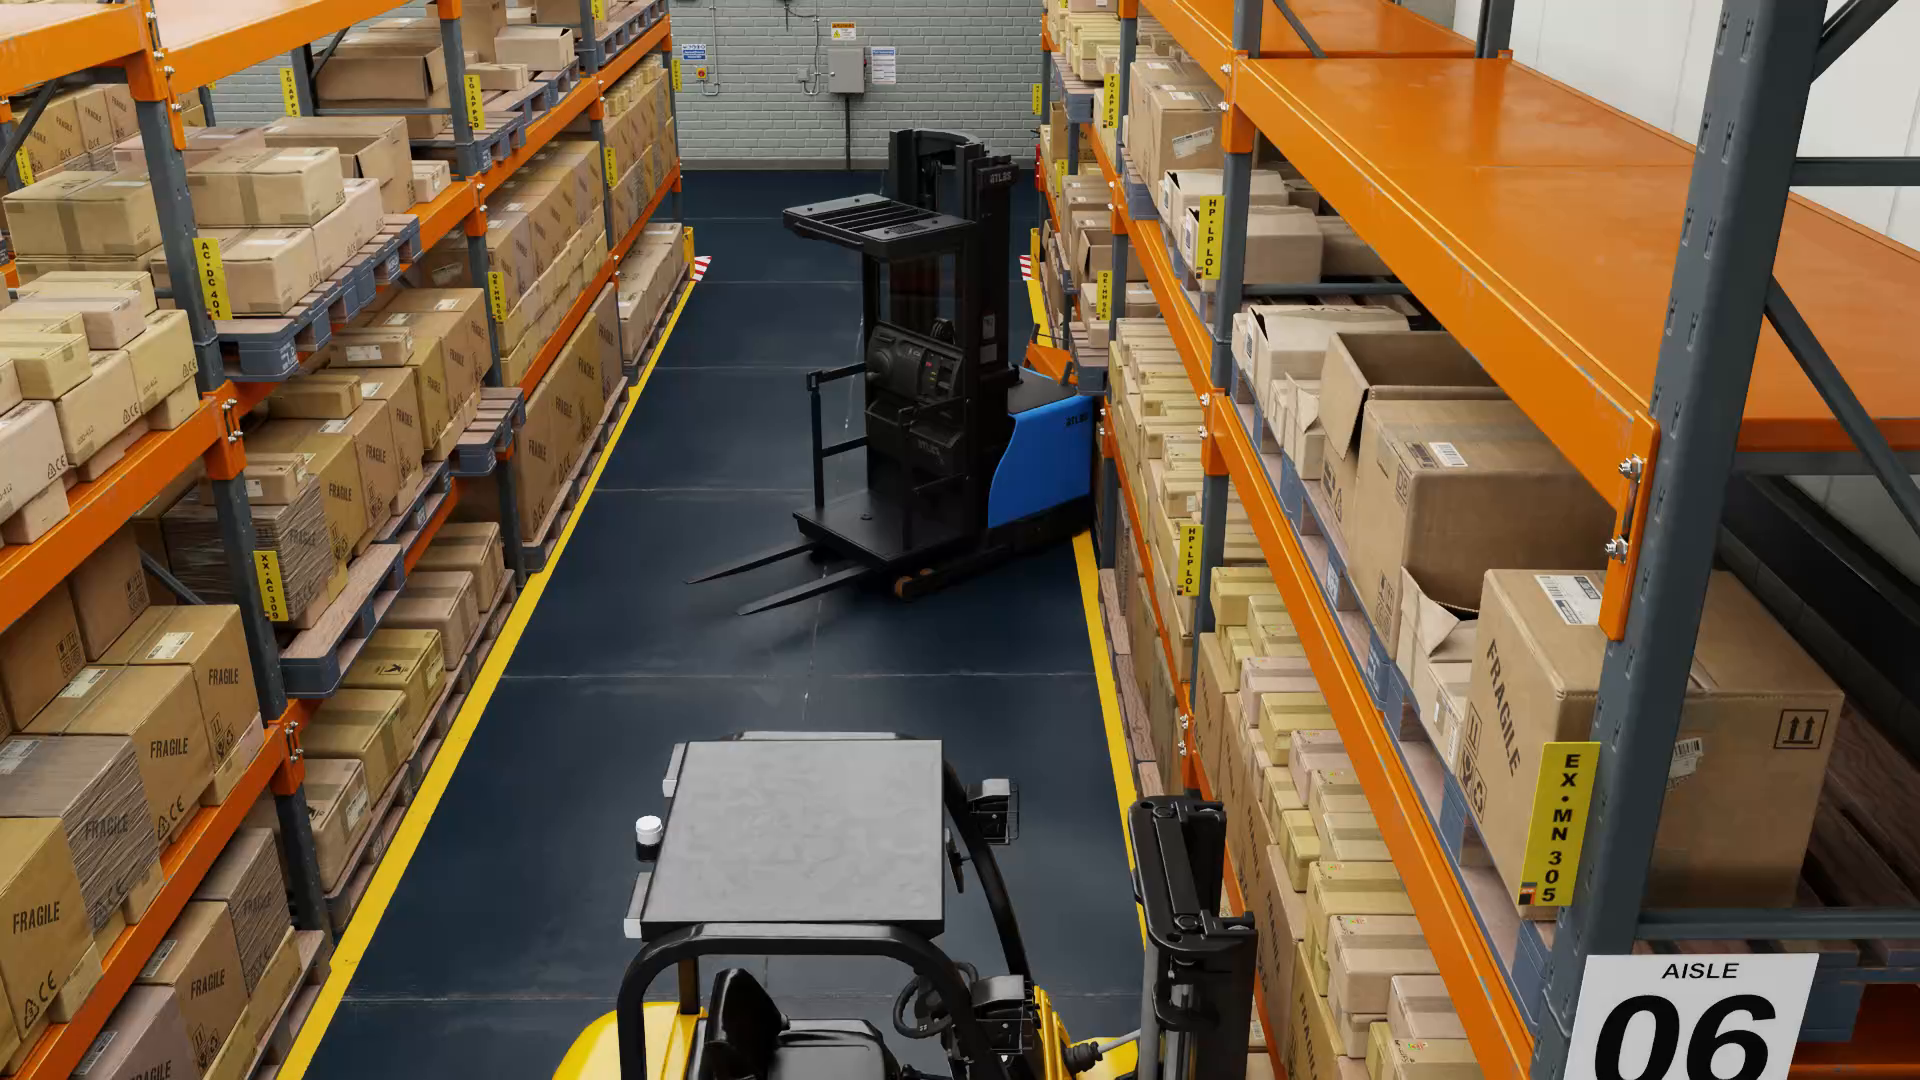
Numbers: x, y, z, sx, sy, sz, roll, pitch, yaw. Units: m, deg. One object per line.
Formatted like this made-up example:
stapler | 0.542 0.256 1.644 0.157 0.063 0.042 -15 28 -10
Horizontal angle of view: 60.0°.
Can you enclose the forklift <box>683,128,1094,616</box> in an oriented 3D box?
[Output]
forklift | -0.473 -1.167 11.157 3.031 2.935 1.130 -20 31 -37

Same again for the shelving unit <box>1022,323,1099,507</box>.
shelving unit | 0.767 -0.918 12.576 0.538 1.125 1.048 10 20 -15

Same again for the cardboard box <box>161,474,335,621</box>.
cardboard box | -3.170 0.029 7.438 0.500 0.500 0.500 0 24 1

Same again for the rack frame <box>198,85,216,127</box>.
rack frame | -8.531 -4.285 17.969 1.000 3.000 0.127 0 24 -1

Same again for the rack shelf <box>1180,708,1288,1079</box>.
rack shelf | 1.534 1.723 5.556 1.077 0.370 4.000 0 24 -1

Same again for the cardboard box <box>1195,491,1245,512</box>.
cardboard box | 1.315 -0.117 7.843 0.380 0.149 0.250 0 24 -1

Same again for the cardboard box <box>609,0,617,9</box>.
cardboard box | -3.616 -5.295 16.039 0.500 0.311 0.500 0 24 0

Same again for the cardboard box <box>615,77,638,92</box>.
cardboard box | -3.325 -4.365 16.023 0.380 0.149 0.250 1 24 1

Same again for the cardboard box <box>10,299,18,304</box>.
cardboard box | -8.804 -2.154 15.483 0.380 0.149 0.250 0 24 -1

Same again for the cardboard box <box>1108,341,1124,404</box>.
cardboard box | 1.204 -1.052 10.395 0.500 0.250 0.500 0 24 -1

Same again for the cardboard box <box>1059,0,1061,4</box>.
cardboard box | 1.167 -5.011 15.148 0.500 0.250 0.500 0 24 0

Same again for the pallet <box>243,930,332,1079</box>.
pallet | -3.409 2.143 7.140 1.003 0.211 1.213 0 24 -1

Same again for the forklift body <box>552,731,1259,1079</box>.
forklift body | -0.289 1.833 5.470 2.313 2.155 1.214 0 24 -1

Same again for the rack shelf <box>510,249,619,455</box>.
rack shelf | -3.517 -1.549 12.792 1.077 0.370 4.000 0 24 -1

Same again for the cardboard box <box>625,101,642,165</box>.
cardboard box | -3.295 -3.819 15.602 0.500 0.500 0.500 0 24 0

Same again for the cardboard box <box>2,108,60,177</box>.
cardboard box | -8.248 -3.461 14.450 0.500 0.500 0.500 0 24 1

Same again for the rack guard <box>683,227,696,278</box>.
rack guard | -3.582 -3.220 18.647 1.175 0.500 0.348 0 24 -1

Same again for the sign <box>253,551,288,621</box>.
sign | -2.909 0.195 7.011 0.100 0.325 0.005 0 24 -1

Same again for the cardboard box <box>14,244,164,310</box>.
cardboard box | -3.602 -1.134 7.034 0.500 0.250 0.500 -1 24 -2

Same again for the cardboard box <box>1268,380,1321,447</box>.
cardboard box | 1.222 -0.415 5.444 0.380 0.149 0.250 0 24 1

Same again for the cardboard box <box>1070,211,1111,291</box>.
cardboard box | 1.221 -2.225 12.781 0.700 0.500 0.500 0 24 -1

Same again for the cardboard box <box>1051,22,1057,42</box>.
cardboard box | 1.072 -4.861 15.906 0.380 0.149 0.250 0 24 0

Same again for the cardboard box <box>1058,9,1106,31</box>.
cardboard box | 0.990 -4.225 13.507 0.380 0.149 0.250 0 24 1

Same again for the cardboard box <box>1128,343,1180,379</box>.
cardboard box | 1.210 -1.069 9.949 0.380 0.149 0.250 0 24 1

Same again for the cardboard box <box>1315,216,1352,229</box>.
cardboard box | 1.576 -1.371 7.559 0.380 0.149 0.250 0 24 -1

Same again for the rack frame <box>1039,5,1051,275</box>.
rack frame | 1.381 -4.373 18.163 1.000 3.000 0.127 0 24 -1

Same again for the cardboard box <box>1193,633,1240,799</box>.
cardboard box | 1.256 0.710 6.802 0.500 0.500 0.500 -1 24 -2

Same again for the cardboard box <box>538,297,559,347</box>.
cardboard box | -3.272 -1.615 12.246 0.500 0.250 0.500 1 24 1

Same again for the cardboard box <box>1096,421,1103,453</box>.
cardboard box | 1.176 -0.739 11.865 0.380 0.149 0.250 -1 24 -3

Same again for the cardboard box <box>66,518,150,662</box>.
cardboard box | -3.663 0.141 6.486 0.700 0.500 0.500 -1 24 -1

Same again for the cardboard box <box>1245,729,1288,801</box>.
cardboard box | 1.218 0.787 5.845 0.380 0.149 0.250 0 24 -1

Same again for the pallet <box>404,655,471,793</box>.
pallet | -3.477 1.041 9.575 1.003 0.211 1.213 0 24 -1

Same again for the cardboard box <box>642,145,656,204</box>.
cardboard box | -3.288 -3.566 16.256 0.500 0.500 0.500 0 24 1

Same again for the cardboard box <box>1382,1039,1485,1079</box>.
cardboard box | 1.277 1.387 4.156 0.380 0.149 0.250 0 24 1

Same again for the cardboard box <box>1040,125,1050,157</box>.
cardboard box | 1.117 -4.252 17.716 0.500 0.250 0.500 0 24 0

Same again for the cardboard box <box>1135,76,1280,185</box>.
cardboard box | 1.338 -2.219 9.007 0.700 0.500 0.500 -1 24 -2

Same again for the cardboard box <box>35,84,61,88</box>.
cardboard box | -8.787 -4.104 15.871 0.500 0.500 0.500 -1 24 -2

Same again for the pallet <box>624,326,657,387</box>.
pallet | -3.469 -1.744 15.734 1.003 0.211 1.213 0 24 -1

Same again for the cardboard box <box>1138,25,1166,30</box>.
cardboard box | 1.552 -3.802 12.572 0.380 0.149 0.250 -1 24 -2

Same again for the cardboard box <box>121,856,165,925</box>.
cardboard box | -3.129 1.260 6.013 0.380 0.149 0.250 -1 24 -1

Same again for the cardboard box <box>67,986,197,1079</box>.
cardboard box | -3.162 1.978 6.038 0.500 0.500 0.500 1 24 2

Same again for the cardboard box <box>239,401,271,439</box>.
cardboard box | -3.692 -0.383 8.349 0.500 0.500 0.500 1 24 1

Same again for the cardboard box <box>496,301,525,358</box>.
cardboard box | -3.253 -1.422 11.213 0.500 0.250 0.500 0 24 -1

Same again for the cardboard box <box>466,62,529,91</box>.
cardboard box | -3.368 -3.374 12.088 0.380 0.166 0.250 2 24 4

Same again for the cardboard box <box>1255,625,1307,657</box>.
cardboard box | 1.324 0.440 6.251 0.380 0.149 0.250 -1 24 -2

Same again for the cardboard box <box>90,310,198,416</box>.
cardboard box | -3.177 -0.657 6.127 0.500 0.250 0.500 0 24 -1

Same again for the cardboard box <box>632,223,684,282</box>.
cardboard box | -3.475 -3.102 17.951 0.875 0.438 0.875 -1 24 -2

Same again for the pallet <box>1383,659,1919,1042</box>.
pallet | 1.574 0.602 3.630 1.003 0.211 1.213 0 24 -1

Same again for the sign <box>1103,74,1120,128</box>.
sign | 0.926 -2.677 10.146 0.100 0.325 0.005 0 24 -1

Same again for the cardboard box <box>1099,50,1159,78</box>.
cardboard box | 1.160 -3.263 11.406 0.380 0.149 0.250 -1 24 -2

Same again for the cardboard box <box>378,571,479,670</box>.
cardboard box | -3.483 0.490 10.089 0.950 0.372 0.625 -1 24 -2

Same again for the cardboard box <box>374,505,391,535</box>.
cardboard box | -3.177 -0.138 8.594 0.380 0.149 0.250 0 24 0
